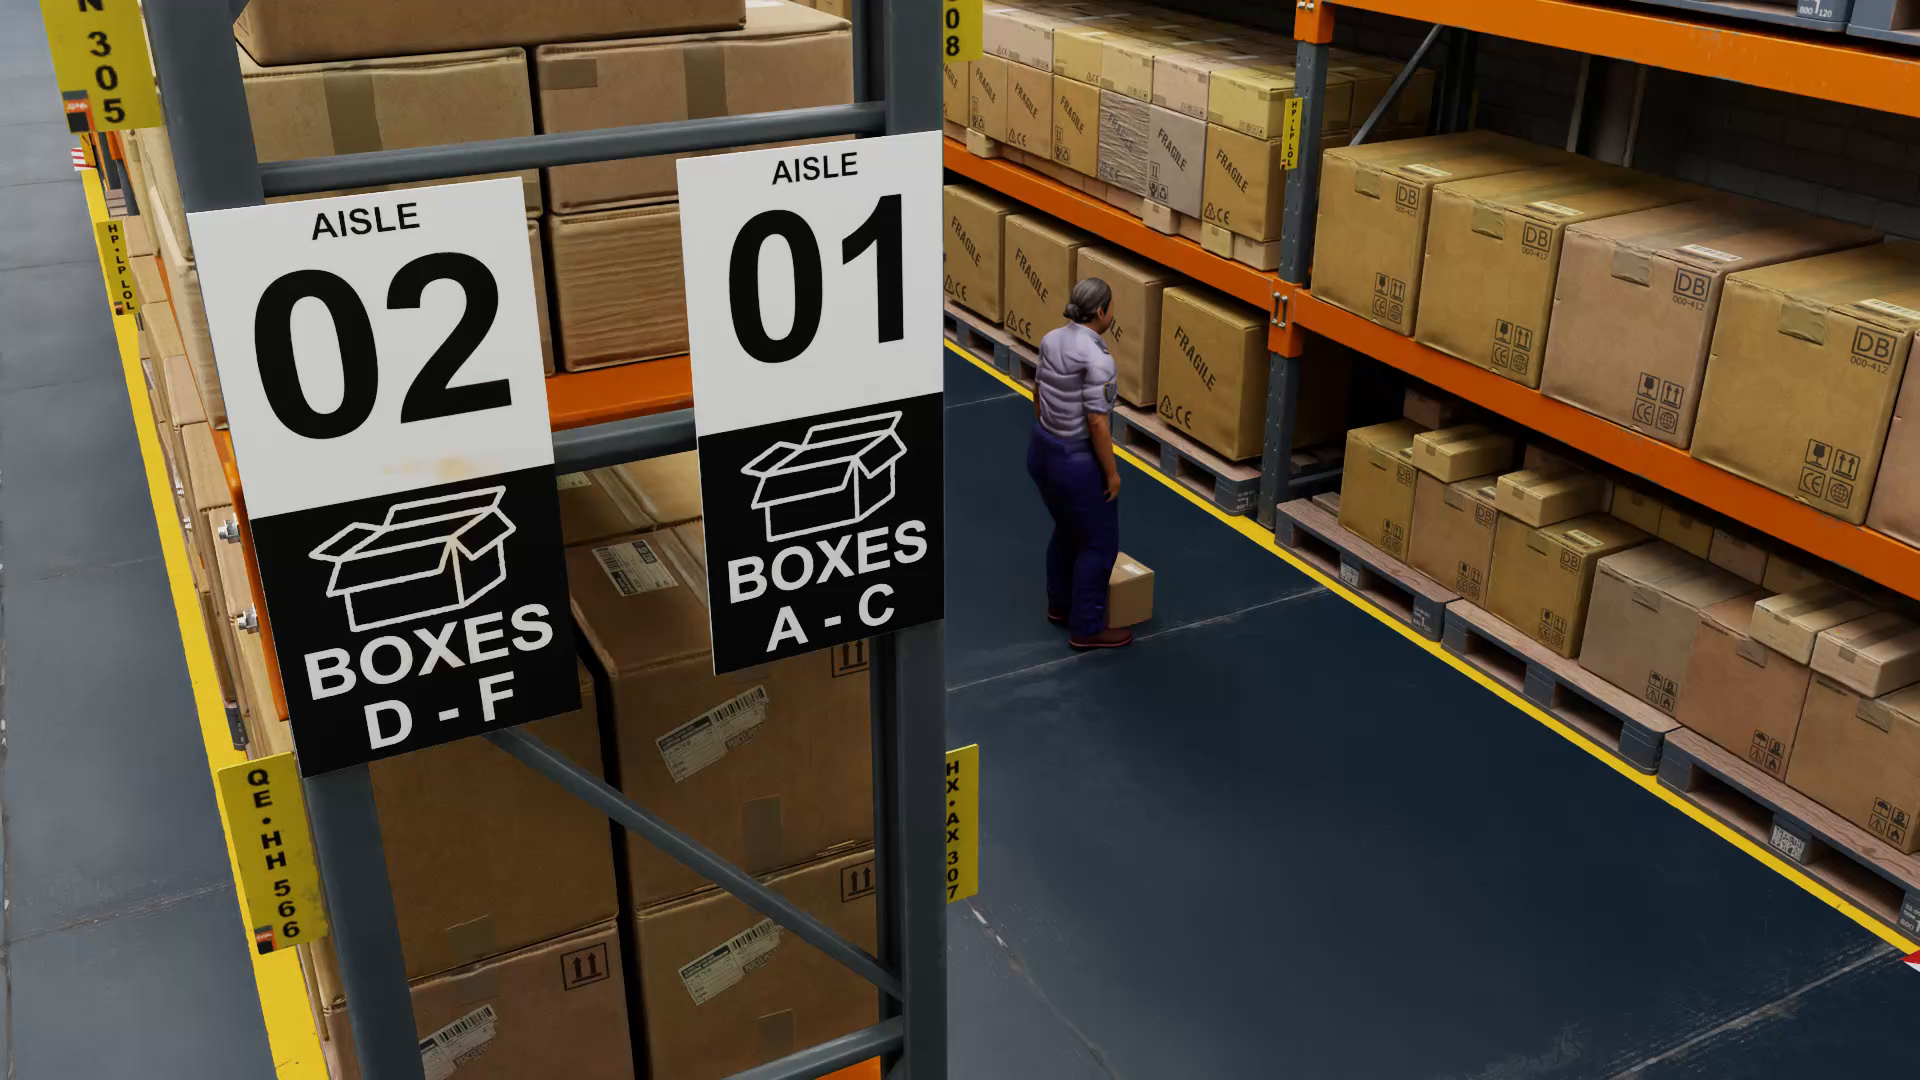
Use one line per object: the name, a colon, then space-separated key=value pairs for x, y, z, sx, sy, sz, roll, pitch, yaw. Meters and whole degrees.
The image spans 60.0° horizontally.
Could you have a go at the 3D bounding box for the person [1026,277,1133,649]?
person: x=0.541 y=-0.343 z=7.333 sx=0.423 sy=1.651 sz=0.542 roll=-14 pitch=29 yaw=-27
